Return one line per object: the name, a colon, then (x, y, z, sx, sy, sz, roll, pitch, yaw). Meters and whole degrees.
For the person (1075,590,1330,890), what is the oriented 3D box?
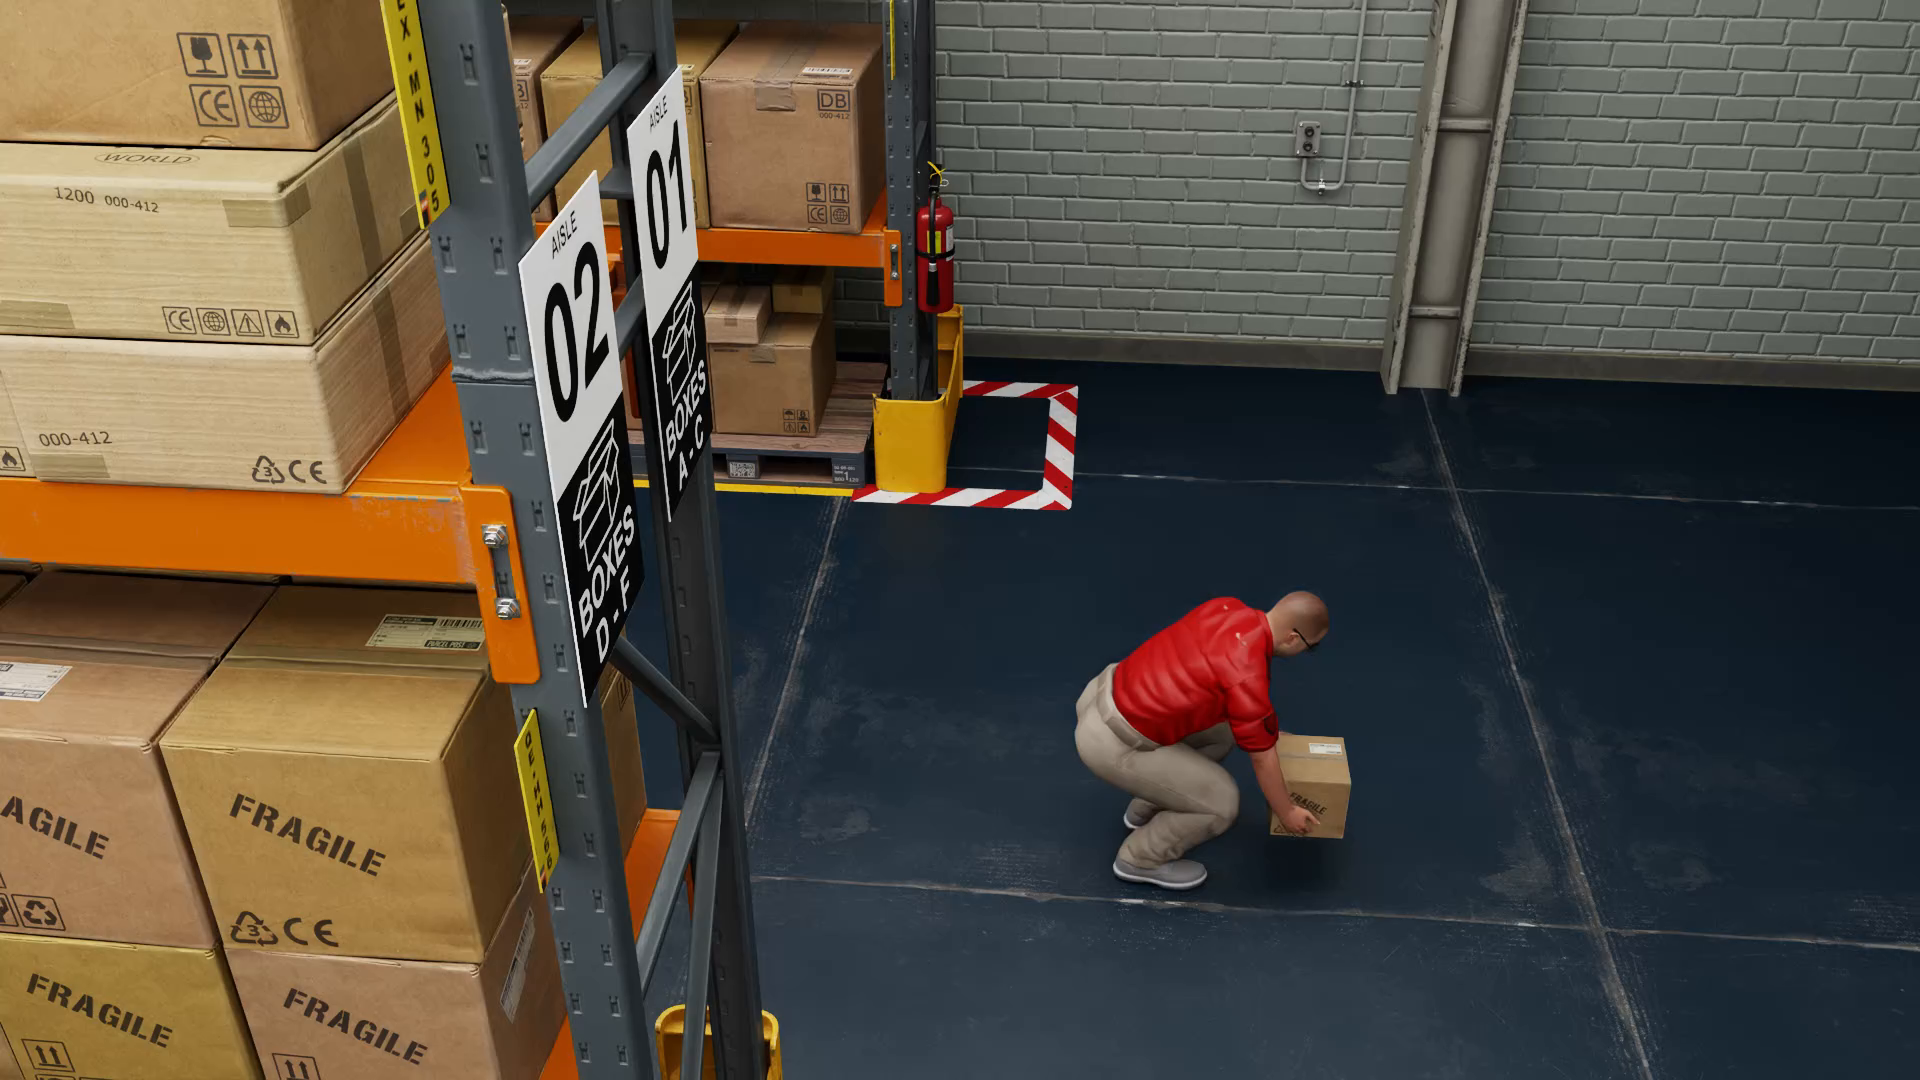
person: (0.820, 0.647, 5.734, 0.845, 1.073, 0.573, 2, 32, 4)
